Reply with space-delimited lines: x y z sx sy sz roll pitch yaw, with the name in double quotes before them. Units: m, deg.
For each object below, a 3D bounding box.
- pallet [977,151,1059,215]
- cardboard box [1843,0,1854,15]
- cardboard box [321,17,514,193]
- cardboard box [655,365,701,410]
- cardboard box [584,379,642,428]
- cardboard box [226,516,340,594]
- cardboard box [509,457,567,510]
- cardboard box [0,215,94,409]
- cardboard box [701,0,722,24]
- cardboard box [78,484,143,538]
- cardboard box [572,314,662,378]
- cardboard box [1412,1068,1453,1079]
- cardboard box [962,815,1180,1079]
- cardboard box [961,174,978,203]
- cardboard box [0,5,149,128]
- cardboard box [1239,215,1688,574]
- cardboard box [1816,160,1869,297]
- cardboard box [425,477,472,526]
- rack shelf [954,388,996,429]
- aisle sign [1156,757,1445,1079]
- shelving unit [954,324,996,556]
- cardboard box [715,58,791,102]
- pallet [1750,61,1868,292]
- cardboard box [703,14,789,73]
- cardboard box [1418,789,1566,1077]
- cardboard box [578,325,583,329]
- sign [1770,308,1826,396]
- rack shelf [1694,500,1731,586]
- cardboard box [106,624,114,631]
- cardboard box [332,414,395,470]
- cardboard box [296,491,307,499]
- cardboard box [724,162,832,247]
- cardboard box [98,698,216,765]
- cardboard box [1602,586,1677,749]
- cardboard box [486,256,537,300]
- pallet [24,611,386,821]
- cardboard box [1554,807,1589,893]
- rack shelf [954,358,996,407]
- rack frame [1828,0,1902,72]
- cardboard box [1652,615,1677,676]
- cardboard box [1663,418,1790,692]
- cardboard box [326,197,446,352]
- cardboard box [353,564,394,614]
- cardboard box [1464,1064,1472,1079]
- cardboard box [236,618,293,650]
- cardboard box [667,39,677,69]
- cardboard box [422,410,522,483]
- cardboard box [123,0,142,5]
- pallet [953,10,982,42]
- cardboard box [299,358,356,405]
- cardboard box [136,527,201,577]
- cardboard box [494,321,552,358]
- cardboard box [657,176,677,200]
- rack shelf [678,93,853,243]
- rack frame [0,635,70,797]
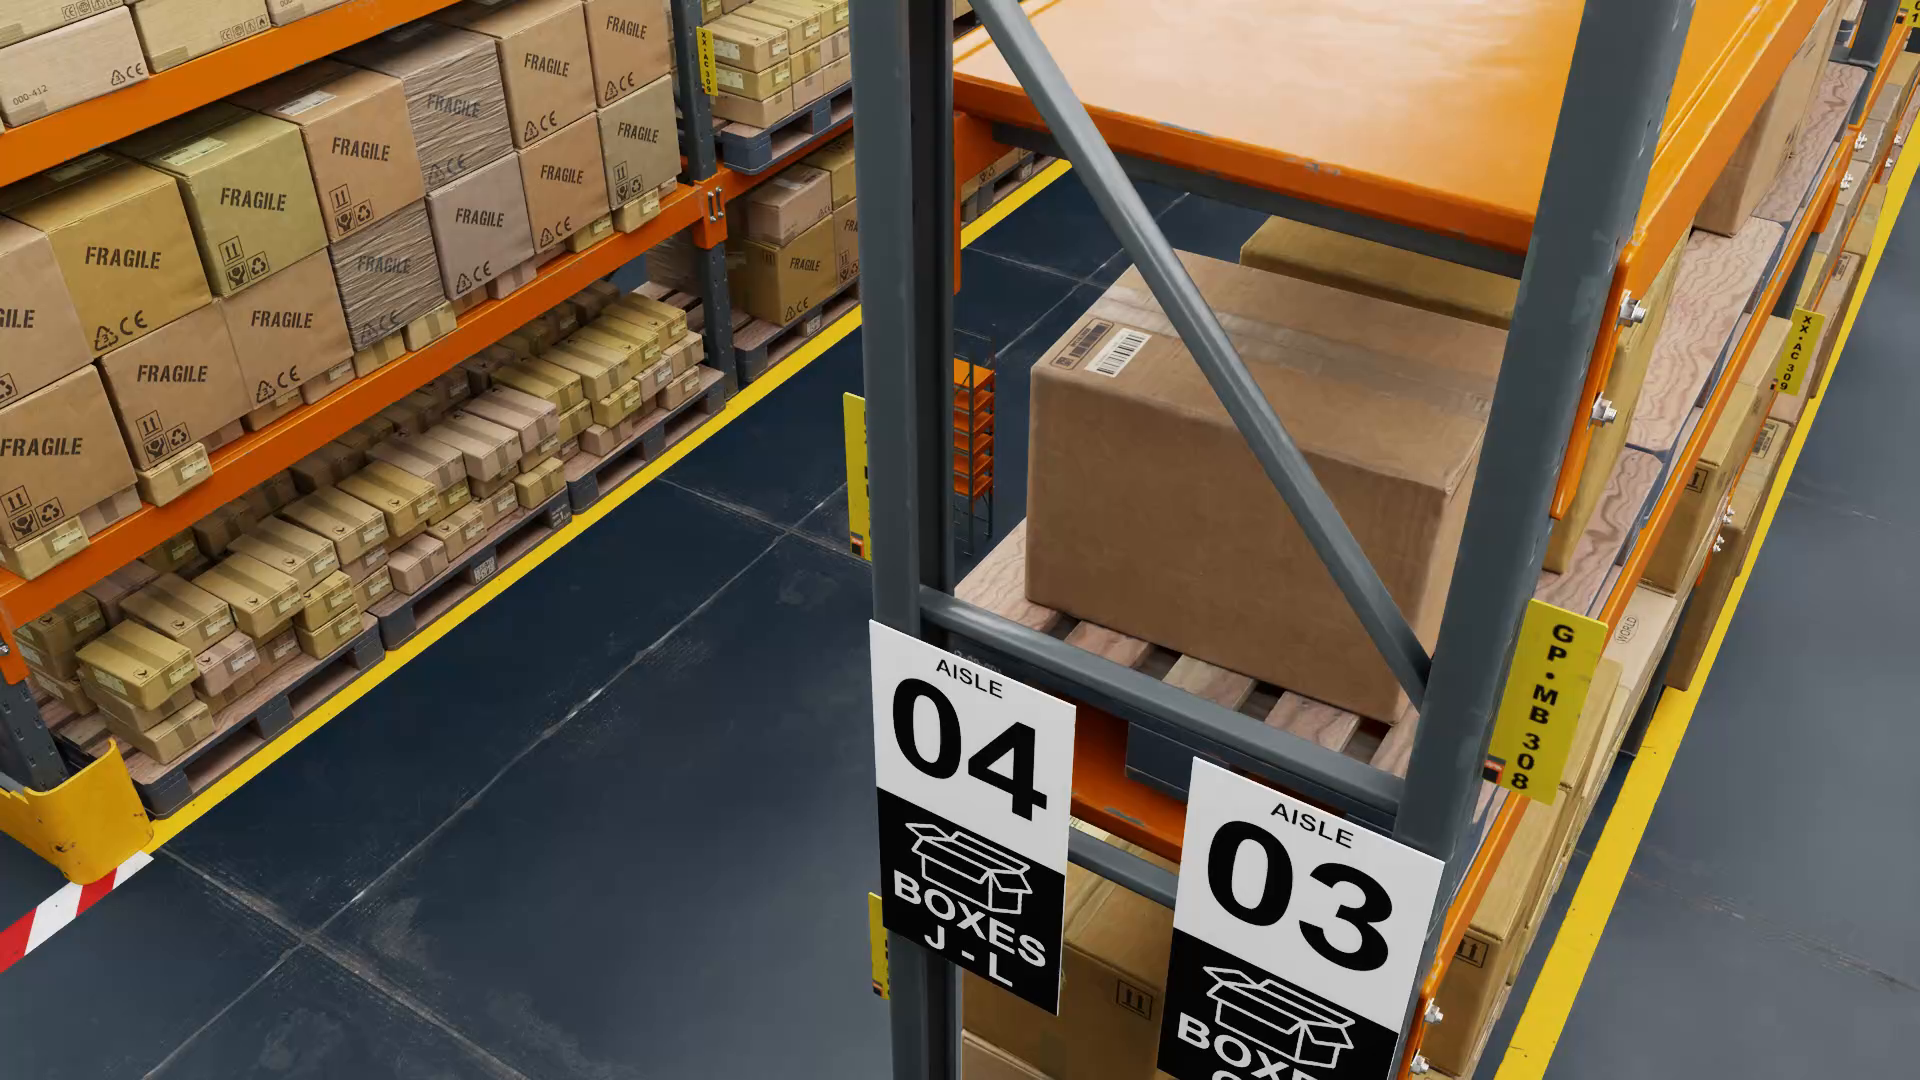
"pallet" 0.040 -2.691 11.507 1.003 0.211 1.213 21 42 25
"cardboard box" 2.753 -2.157 5.648 0.700 0.500 0.500 22 43 26
"cardboard box" -2.266 -1.831 6.963 0.500 0.500 0.500 22 43 26
"cardboard box" -1.606 -0.859 8.838 0.380 0.149 0.250 22 43 26
"cardboard box" -1.847 -0.737 8.436 0.380 0.149 0.250 20 42 24
"cardboard box" -2.907 0.070 7.145 0.380 0.149 0.250 19 42 23
"cardboard box" -2.160 -0.326 8.146 0.380 0.149 0.250 21 42 25
"cardboard box" -3.362 -0.771 5.589 0.500 0.500 0.500 21 42 25
"cardboard box" -1.490 -2.848 8.801 0.380 0.149 0.250 20 42 24
"cardboard box" -3.275 -0.178 6.170 0.380 0.149 0.250 23 43 27
"cardboard box" -1.758 -0.995 8.527 0.380 0.149 0.250 22 43 26
"cardboard box" 0.793 1.384 3.817 0.500 0.250 0.500 20 42 24
"cardboard box" 0.347 0.909 3.819 0.500 0.500 0.500 22 43 26
"cardboard box" -0.223 -2.405 10.556 0.500 0.500 0.500 19 42 23
"cardboard box" -3.084 -1.620 5.500 0.500 0.250 0.500 23 43 26
"cardboard box" 0.944 -0.369 3.246 0.700 0.500 0.500 20 42 24
"cardboard box" 3.717 -1.441 7.520 0.500 0.500 0.500 22 43 26
"cardboard box" -2.524 -0.246 7.800 0.380 0.149 0.250 23 43 27
"rack shelf" 0.008 -0.638 7.713 0.258 0.103 0.180 21 42 25
"aisle sign" 0.522 0.707 2.687 0.394 0.787 0.004 21 42 25
"shelving unit" 0.008 -0.483 7.833 0.258 1.200 0.189 21 42 25
"cardboard box" -1.084 -2.373 8.429 0.380 0.149 0.250 22 43 26
"pallet" 2.003 -1.195 4.899 1.003 0.211 1.213 21 42 25
"cardboard box" -1.084 -2.491 8.338 0.380 0.149 0.250 23 43 27
"cardboard box" 1.060 0.829 3.923 0.500 0.500 0.500 20 42 24
"cardboard box" -2.148 -1.208 9.048 0.380 0.149 0.250 23 43 27
"sign" 2.920 -0.654 5.808 0.100 0.325 0.005 21 42 25
"rack shelf" 1.379 0.855 5.213 1.077 0.370 4.000 21 42 25
"cardboard box" -3.599 0.289 7.105 0.380 0.149 0.250 20 42 24
"cardboard box" -2.902 -0.501 7.887 0.380 0.149 0.250 21 42 25
"cardboard box" -3.088 -0.260 7.817 0.380 0.149 0.250 23 43 27
"cardboard box" -1.065 -1.903 9.291 0.500 0.250 0.500 19 42 23
"cardboard box" -3.276 0.724 6.785 0.380 0.149 0.250 22 43 26
"cardboard box" 1.887 0.325 5.190 0.500 0.250 0.500 22 43 26
"cardboard box" -2.158 -1.251 7.561 0.380 0.149 0.250 19 42 23
"pallet" -3.321 0.585 7.258 1.003 0.211 1.213 21 42 25
"cardboard box" 1.599 0.832 4.859 0.380 0.149 0.250 20 42 24
"rack shelf" 0.008 -0.733 7.640 0.258 0.103 0.180 21 42 25
"rack frame" 2.450 -2.837 4.499 1.000 3.000 0.127 21 42 25
"cardboard box" 2.150 0.300 5.549 0.380 0.149 0.250 22 43 26
"cardboard box" 2.776 -0.122 7.288 1.225 0.875 0.875 21 42 25
"cardboard box" -2.546 -1.169 6.924 0.500 0.500 0.500 20 42 24
"cardboard box" -2.792 0.173 7.499 0.380 0.149 0.250 21 42 25
"cardboard box" 1.049 1.361 4.173 0.380 0.149 0.250 20 42 24
"cardboard box" -3.078 0.308 7.081 0.380 0.149 0.250 22 43 26
"cardboard box" -1.637 -2.590 8.710 0.380 0.149 0.250 23 43 26
"cardboard box" -2.291 -0.443 7.812 0.380 0.149 0.250 20 42 24
"cardboard box" -2.812 -2.067 5.671 0.500 0.250 0.500 22 43 26
"pallet" -0.566 -3.088 9.895 1.003 0.211 1.213 21 42 25
"cardboard box" -2.740 -0.728 6.883 0.380 0.149 0.250 20 42 24
"cardboard box" -3.542 0.012 7.221 0.380 0.149 0.250 20 42 24
"cardboard box" -2.335 -1.029 8.572 0.380 0.149 0.250 21 42 25
"cardboard box" -1.639 -1.812 8.289 0.380 0.149 0.250 21 42 25
"rack shelf" -0.612 -2.882 10.060 1.077 0.370 4.000 21 42 25
"rack frame" -3.826 -0.073 5.828 1.000 3.000 0.127 21 42 25
